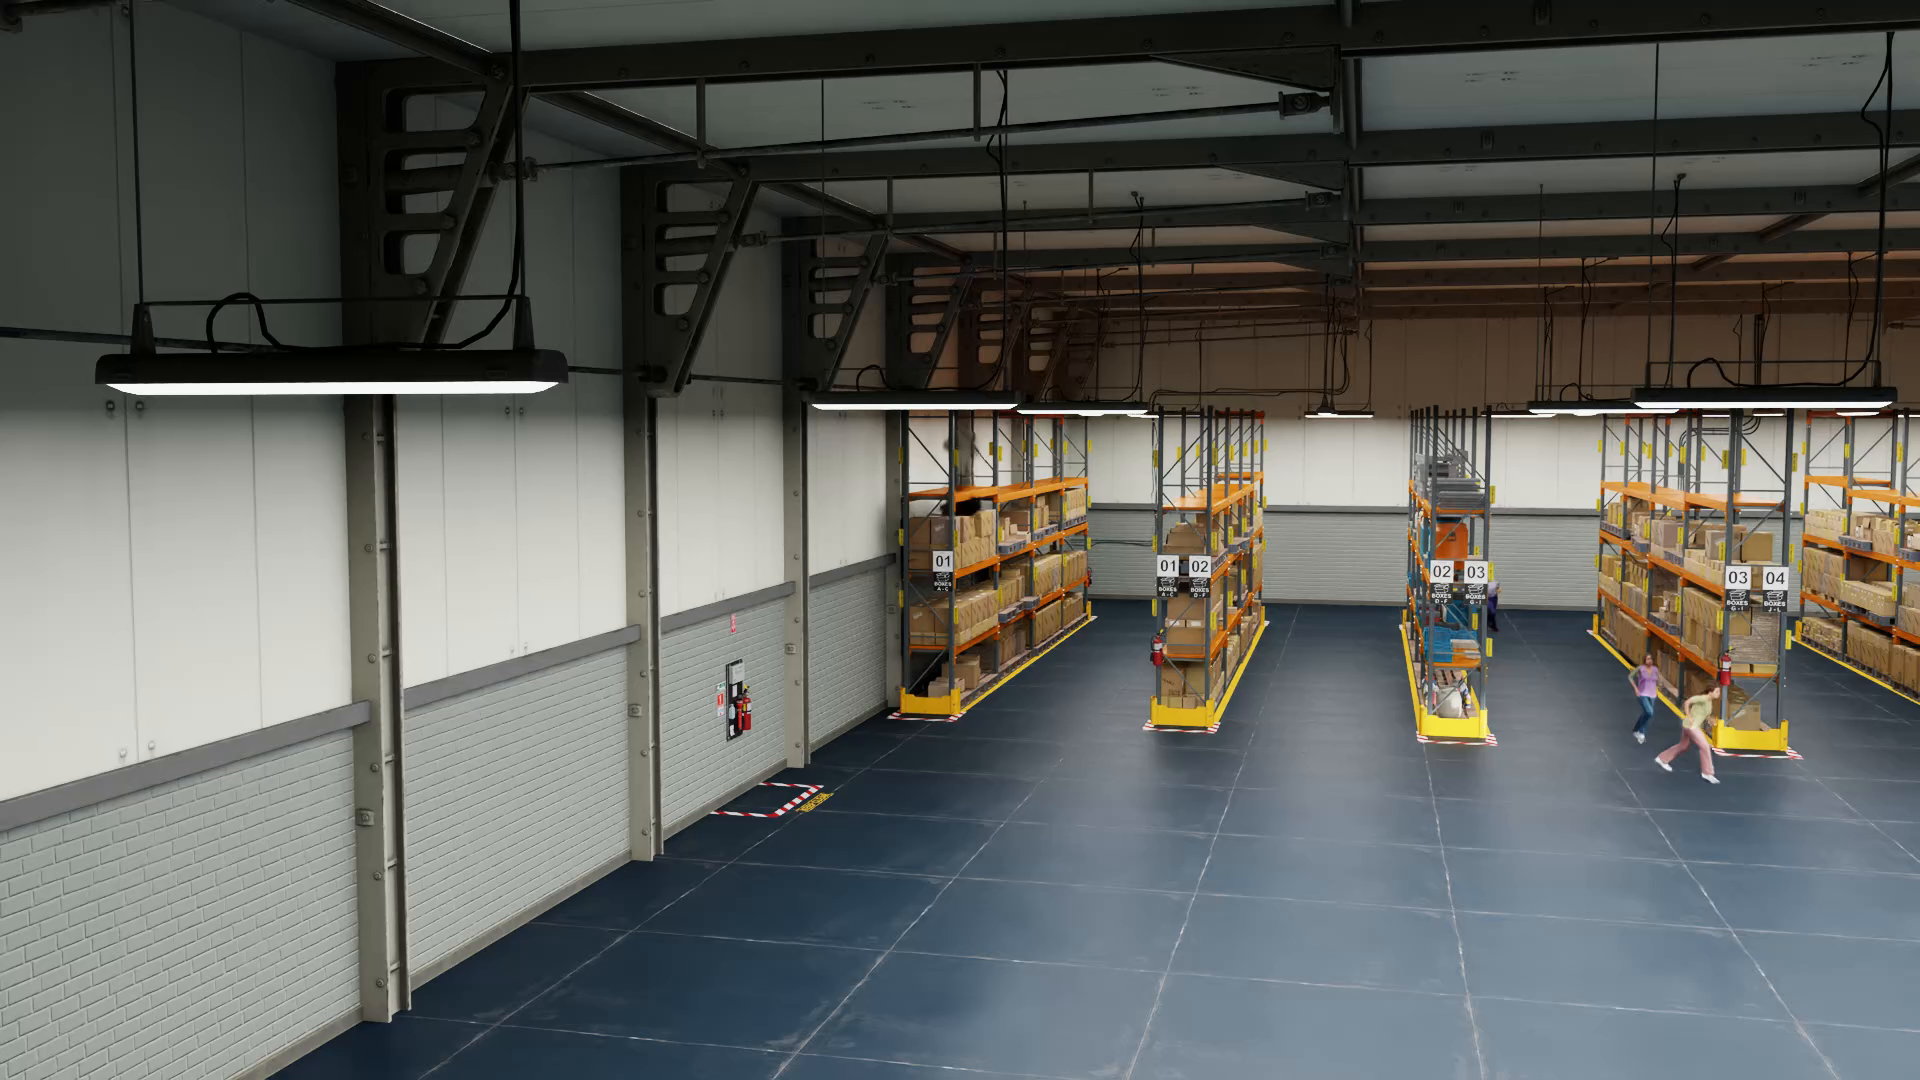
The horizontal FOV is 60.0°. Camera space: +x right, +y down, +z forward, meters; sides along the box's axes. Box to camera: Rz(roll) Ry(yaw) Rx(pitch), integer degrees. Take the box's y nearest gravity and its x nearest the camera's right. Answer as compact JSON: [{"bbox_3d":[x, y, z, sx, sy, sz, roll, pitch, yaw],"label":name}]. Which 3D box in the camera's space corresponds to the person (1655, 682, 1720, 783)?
[{"bbox_3d":[11.621,3.043,26.540,1.002,1.625,0.617,4,6,44],"label":"person"}]

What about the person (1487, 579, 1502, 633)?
[{"bbox_3d":[14.396,1.684,45.251,0.646,1.677,0.782,-1,4,-13],"label":"person"}]

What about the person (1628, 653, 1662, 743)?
[{"bbox_3d":[12.236,2.823,29.611,0.507,1.593,0.673,-1,4,-9],"label":"person"}]
